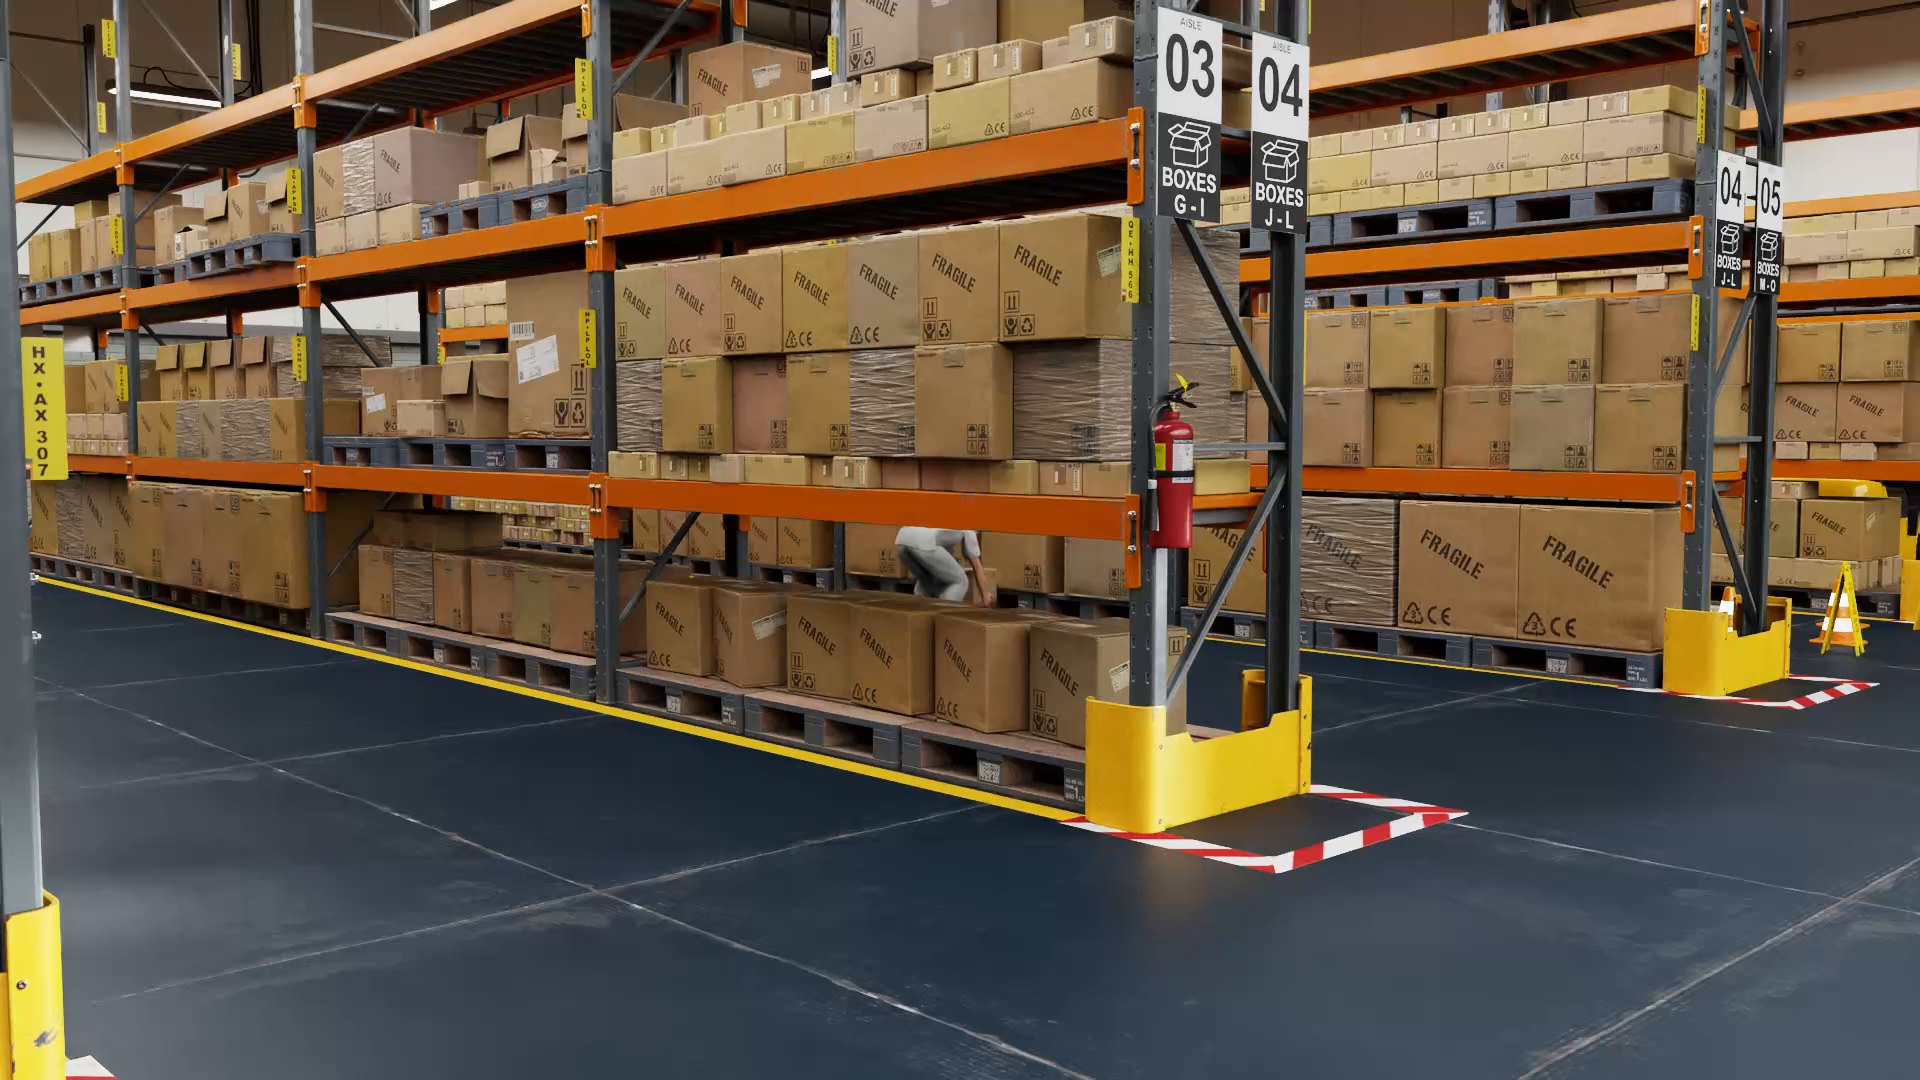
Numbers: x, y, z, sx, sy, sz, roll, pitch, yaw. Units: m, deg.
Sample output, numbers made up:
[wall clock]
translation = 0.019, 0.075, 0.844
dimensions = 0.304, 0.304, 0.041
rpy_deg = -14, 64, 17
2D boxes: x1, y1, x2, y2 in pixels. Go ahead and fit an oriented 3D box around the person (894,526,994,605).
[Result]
[person]
translation = -0.116, 0.233, 12.560
dimensions = 0.472, 0.993, 0.867
rpy_deg = 4, 6, 43
